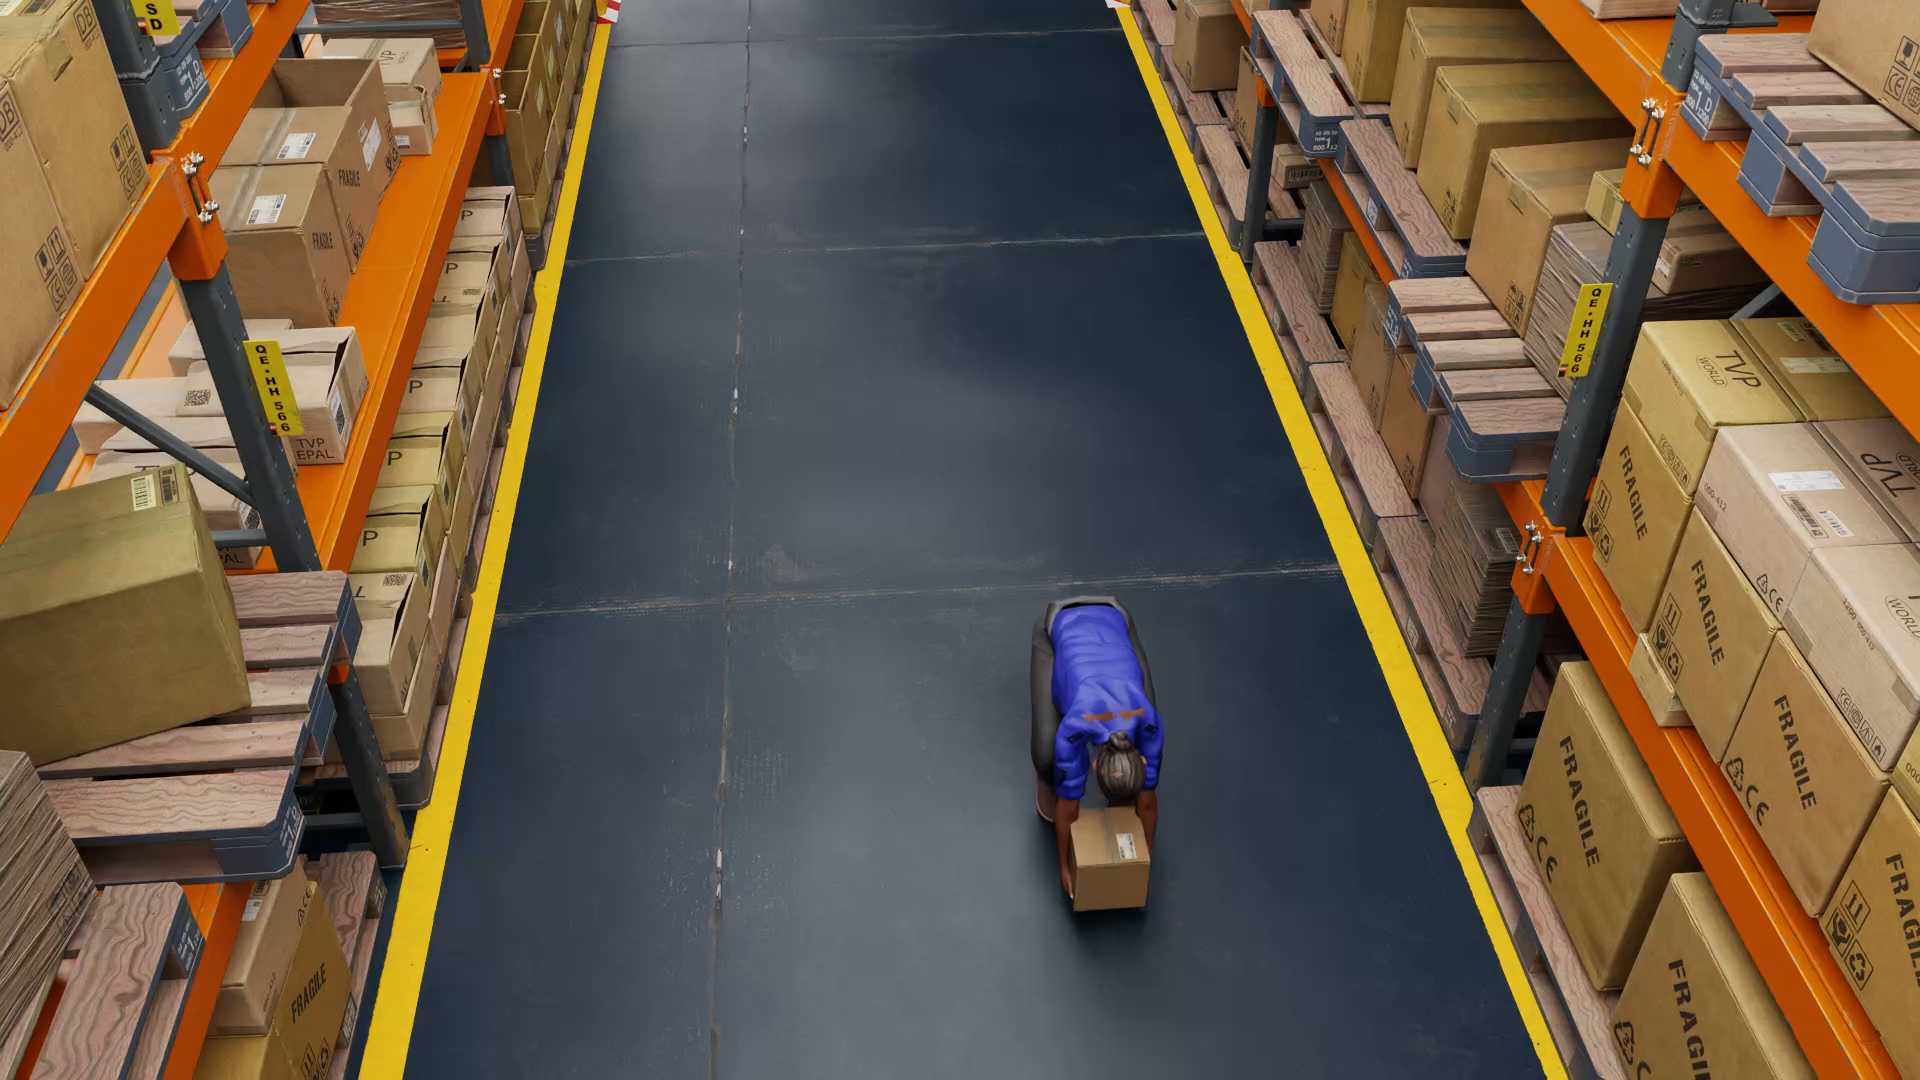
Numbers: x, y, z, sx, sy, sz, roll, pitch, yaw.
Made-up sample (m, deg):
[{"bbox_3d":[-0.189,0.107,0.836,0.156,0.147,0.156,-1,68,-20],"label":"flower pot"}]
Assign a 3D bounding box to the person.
[{"bbox_3d":[0.491,0.730,5.875,0.461,0.891,0.868,-5,40,-6],"label":"person"}]
